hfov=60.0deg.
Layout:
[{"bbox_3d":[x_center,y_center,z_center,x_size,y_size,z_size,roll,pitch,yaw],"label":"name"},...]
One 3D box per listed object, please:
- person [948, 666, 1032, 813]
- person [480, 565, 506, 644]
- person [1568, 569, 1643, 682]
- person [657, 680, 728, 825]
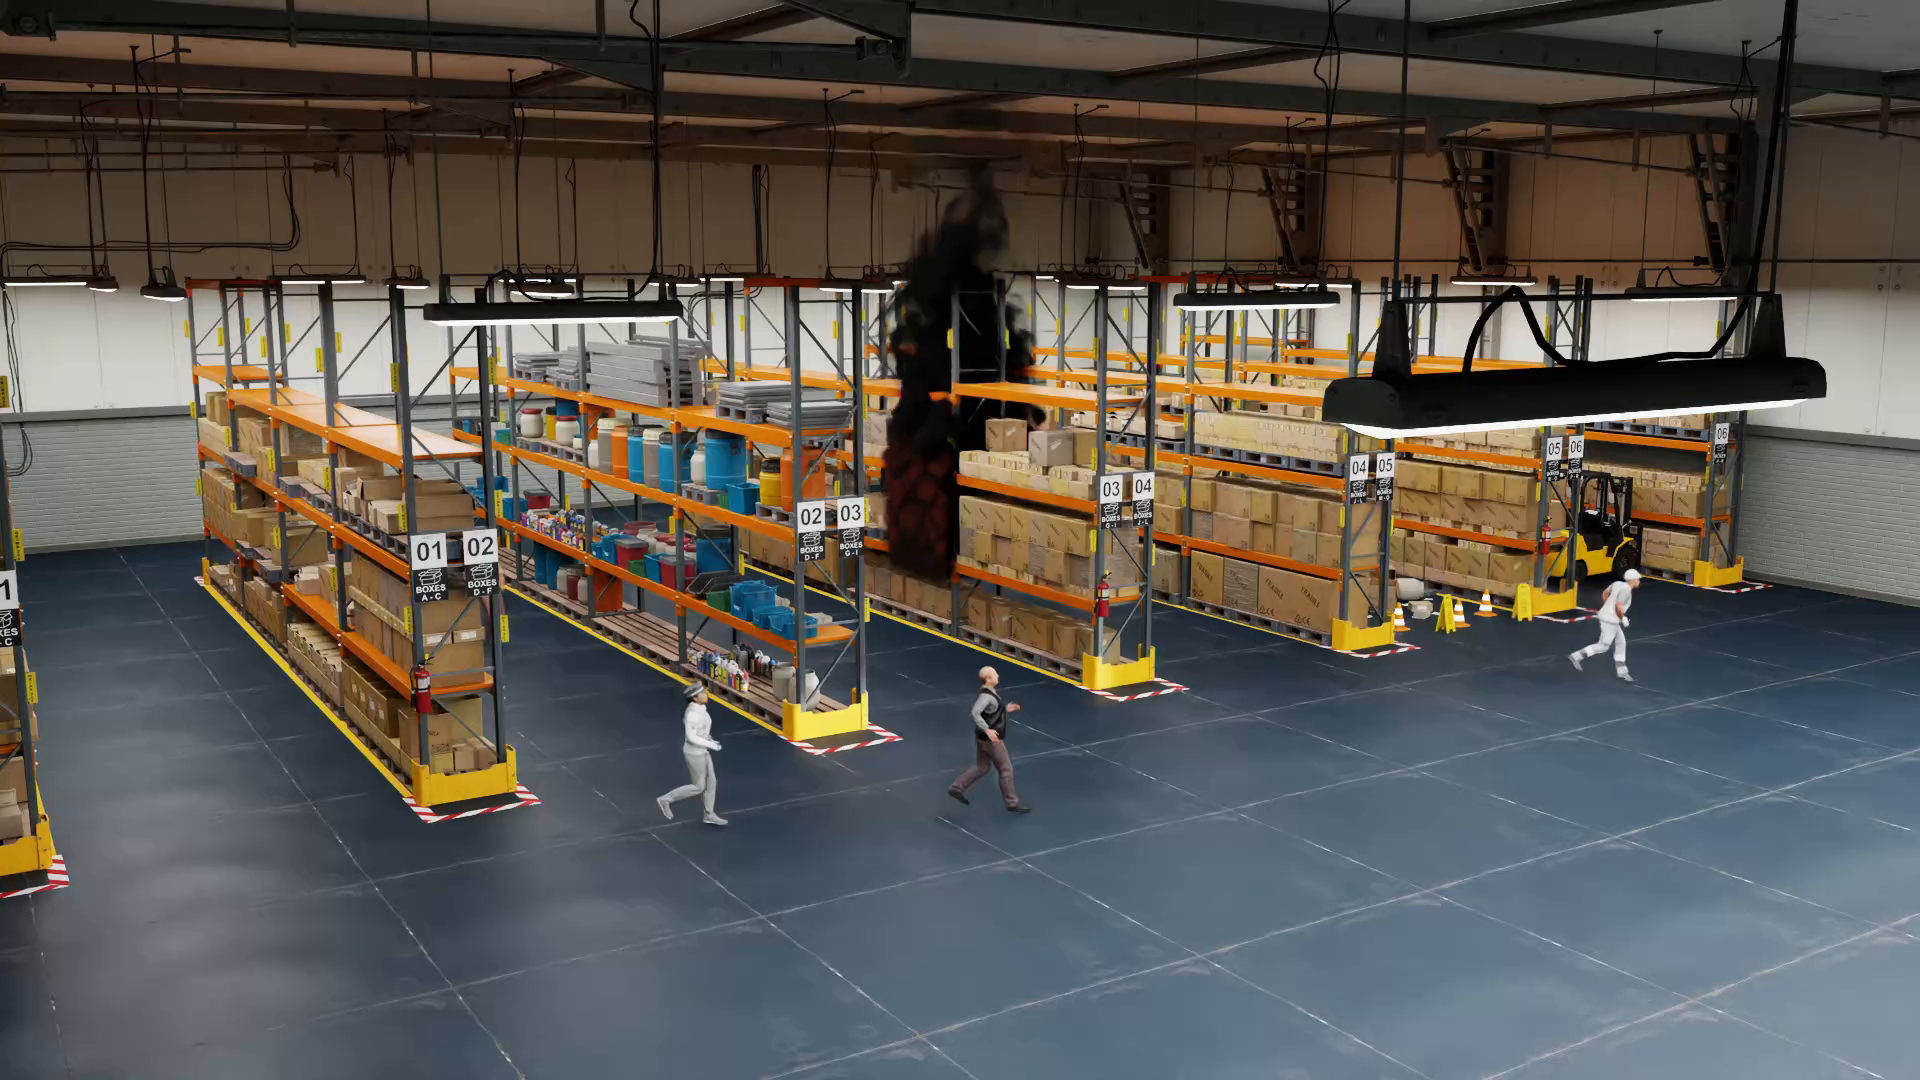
[{"bbox_3d":[0.343,2.288,19.093,0.967,1.708,0.653,-1,10,-7],"label":"person"},{"bbox_3d":[-7.805,0.936,27.586,0.578,1.607,0.579,-8,12,-38],"label":"person"},{"bbox_3d":[9.802,1.293,25.290,1.032,1.741,0.681,1,10,4],"label":"person"},{"bbox_3d":[-3.027,2.406,18.761,0.780,1.695,0.624,-1,10,-5],"label":"person"}]
